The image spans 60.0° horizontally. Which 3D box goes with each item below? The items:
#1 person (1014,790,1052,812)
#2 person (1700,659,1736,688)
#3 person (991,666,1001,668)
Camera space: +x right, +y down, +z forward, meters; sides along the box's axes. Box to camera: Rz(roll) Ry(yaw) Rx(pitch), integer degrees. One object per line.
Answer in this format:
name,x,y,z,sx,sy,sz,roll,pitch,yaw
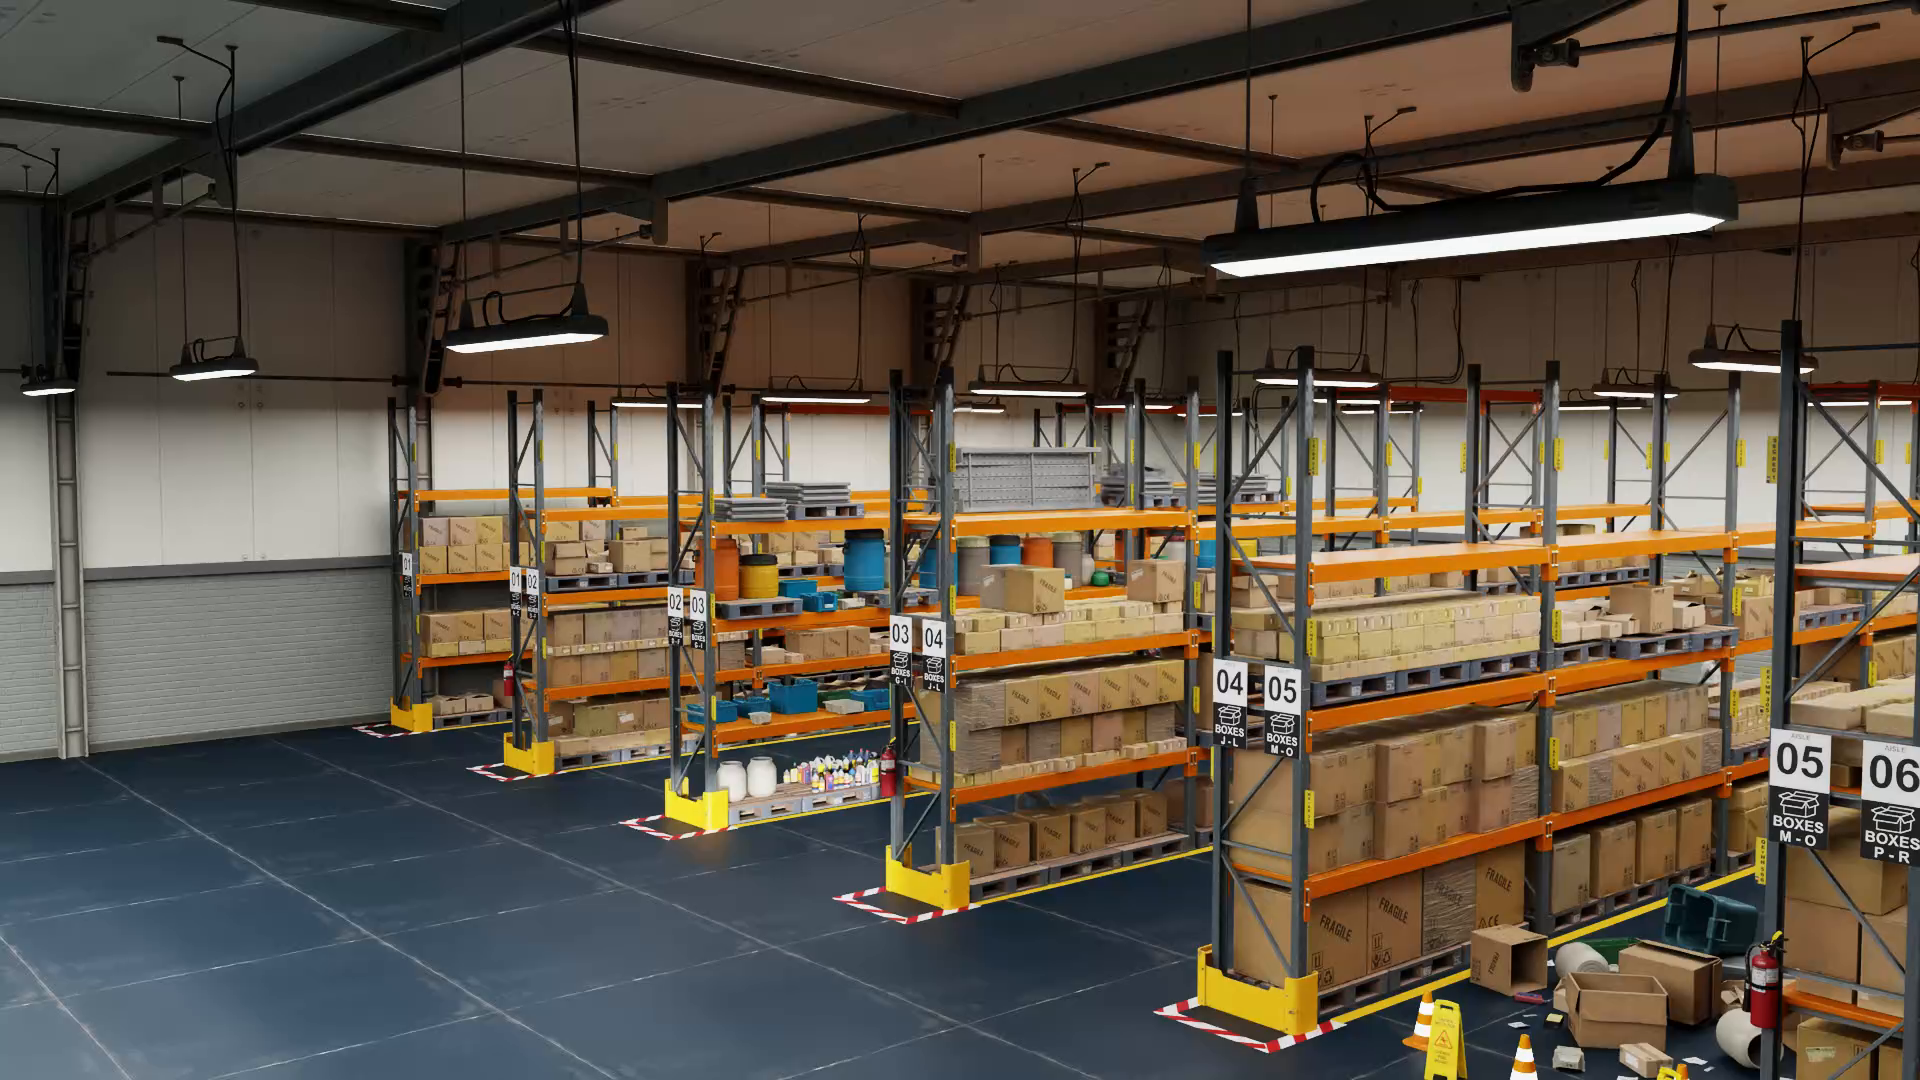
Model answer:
person,0.925,3.026,22.443,0.866,1.749,0.575,-3,5,-43
person,13.045,2.644,28.452,0.754,1.747,0.597,0,3,-1
person,0.580,2.404,28.777,0.509,1.615,0.616,-3,5,-44
